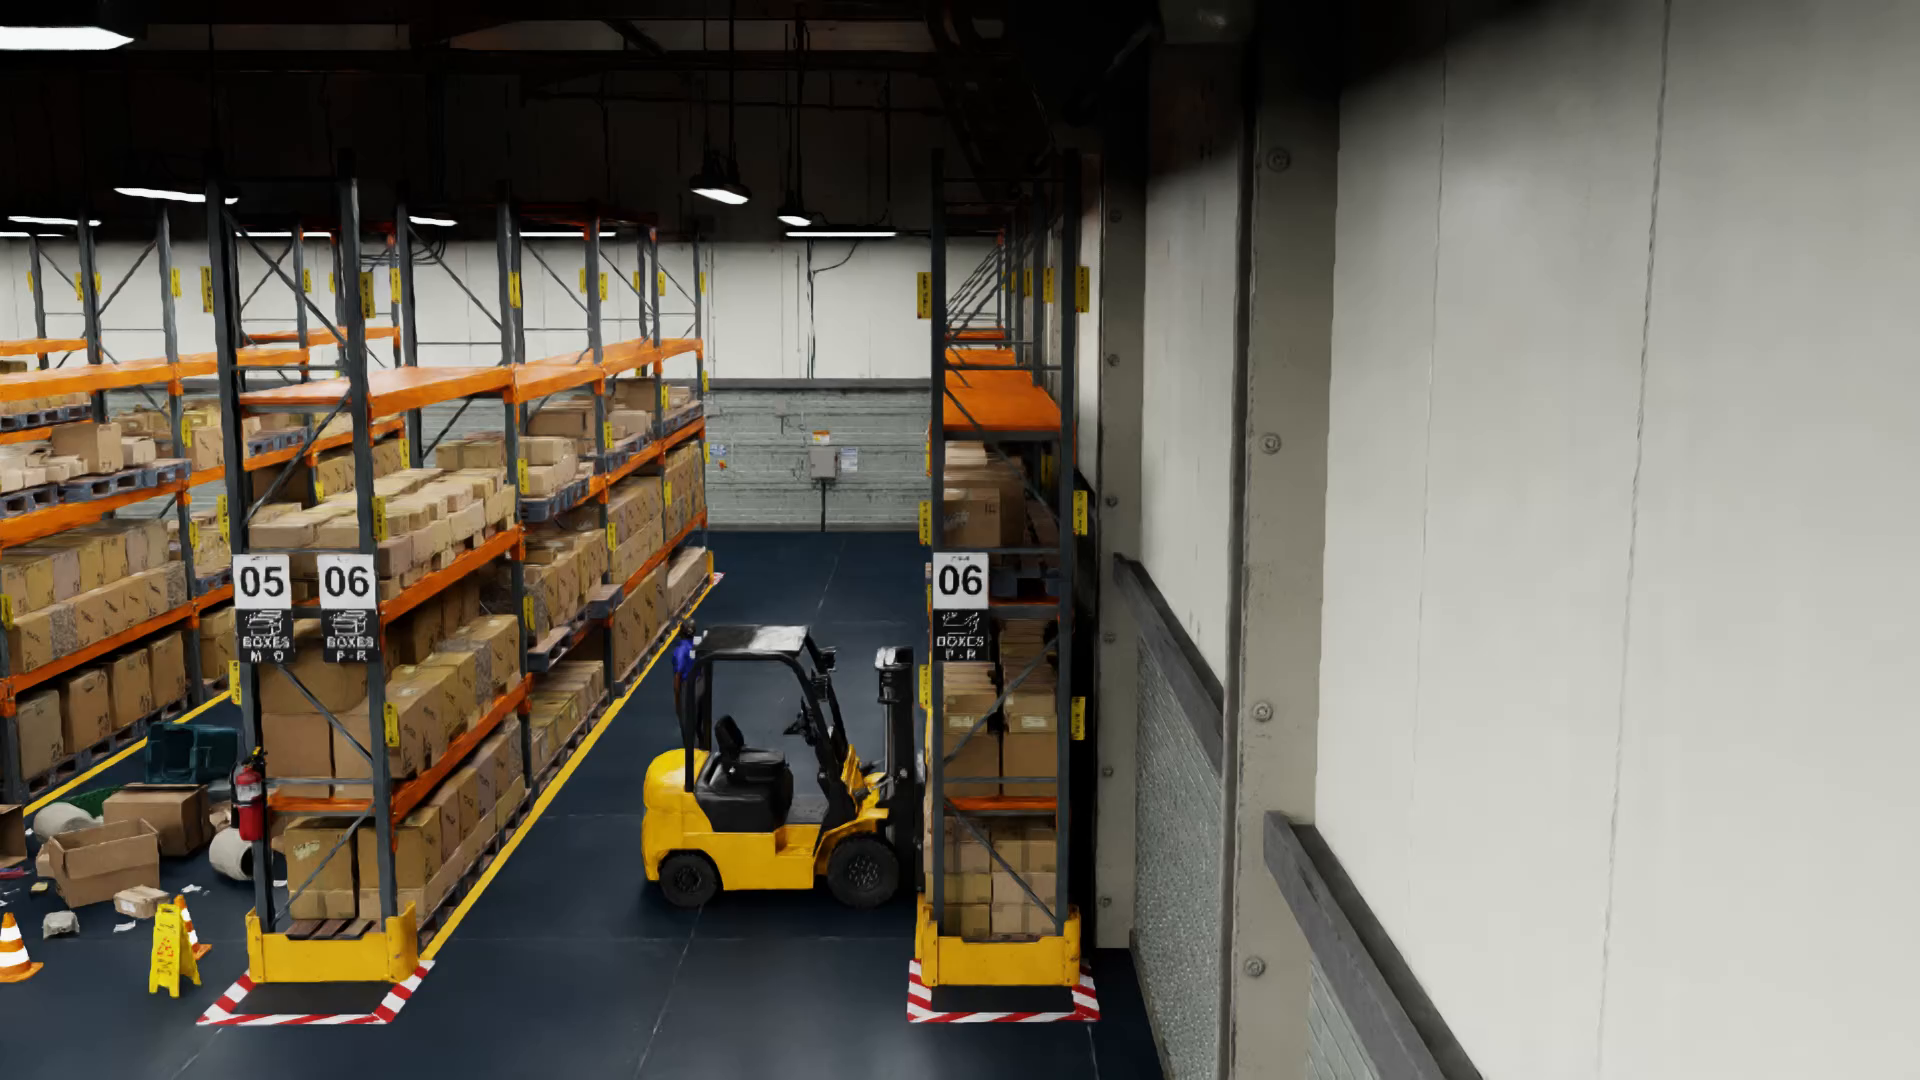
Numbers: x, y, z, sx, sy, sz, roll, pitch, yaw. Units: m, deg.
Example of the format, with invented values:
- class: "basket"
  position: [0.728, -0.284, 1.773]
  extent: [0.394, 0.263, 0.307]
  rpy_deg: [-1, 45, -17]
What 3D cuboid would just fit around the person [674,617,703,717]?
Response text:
- class: "person"
  position: [-2.806, 1.289, 17.106]
  extent: [0.200, 0.986, 0.497]
  rpy_deg: [5, 10, 29]
